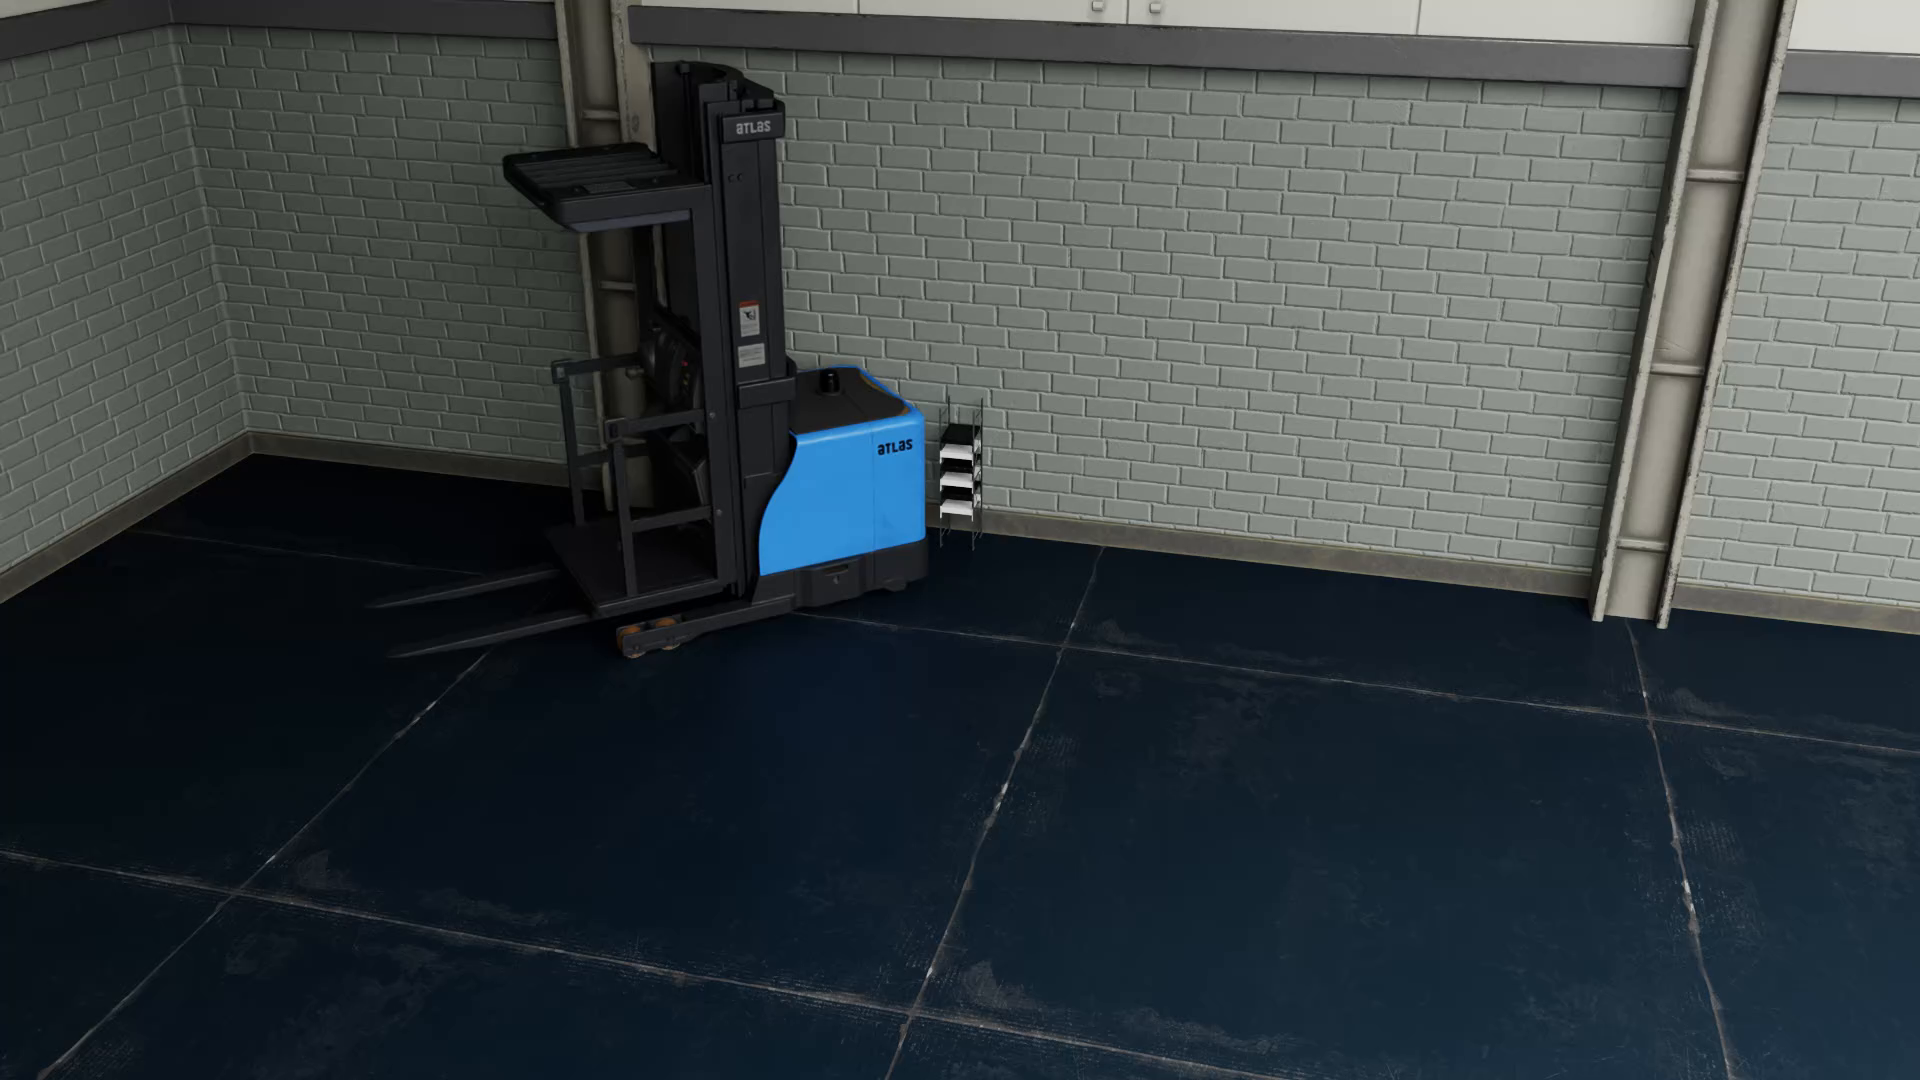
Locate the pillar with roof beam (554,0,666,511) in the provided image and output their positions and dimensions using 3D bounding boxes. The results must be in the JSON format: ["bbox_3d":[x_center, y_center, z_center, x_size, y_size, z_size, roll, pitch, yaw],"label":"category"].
[{"bbox_3d":[-3.118,-2.506,5.046,0.400,9.000,9.100,6,26,13],"label":"pillar with roof beam"}]

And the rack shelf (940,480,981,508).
[{"bbox_3d":[0.007,-0.290,10.100,0.200,0.077,0.258,6,26,12],"label":"rack shelf"}]

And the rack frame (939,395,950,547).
[{"bbox_3d":[-0.091,-0.412,10.069,0.006,0.900,0.240,6,26,12],"label":"rack frame"}]

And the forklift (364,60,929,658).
[{"bbox_3d":[-1.732,-0.950,8.836,3.031,2.935,1.130,-13,28,-25],"label":"forklift"}]

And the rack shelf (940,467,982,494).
[{"bbox_3d":[0.007,-0.372,10.061,0.200,0.077,0.258,6,26,12],"label":"rack shelf"}]

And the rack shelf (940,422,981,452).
[{"bbox_3d":[0.007,-0.615,9.945,0.200,0.077,0.258,6,26,12],"label":"rack shelf"}]

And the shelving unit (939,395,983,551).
[{"bbox_3d":[0.007,-0.402,10.047,0.210,0.900,0.258,6,26,12],"label":"shelving unit"}]

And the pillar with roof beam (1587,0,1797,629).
[{"bbox_3d":[2.693,-1.864,3.697,0.400,9.000,9.100,6,26,13],"label":"pillar with roof beam"}]

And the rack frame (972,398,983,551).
[{"bbox_3d":[0.106,-0.391,10.025,0.006,0.900,0.240,6,26,12],"label":"rack frame"}]

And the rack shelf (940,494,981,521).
[{"bbox_3d":[0.007,-0.209,10.139,0.200,0.077,0.258,6,26,12],"label":"rack shelf"}]

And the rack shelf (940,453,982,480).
[{"bbox_3d":[0.007,-0.453,10.023,0.200,0.077,0.258,6,26,12],"label":"rack shelf"}]

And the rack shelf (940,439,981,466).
[{"bbox_3d":[0.007,-0.534,9.984,0.200,0.077,0.258,6,26,12],"label":"rack shelf"}]
